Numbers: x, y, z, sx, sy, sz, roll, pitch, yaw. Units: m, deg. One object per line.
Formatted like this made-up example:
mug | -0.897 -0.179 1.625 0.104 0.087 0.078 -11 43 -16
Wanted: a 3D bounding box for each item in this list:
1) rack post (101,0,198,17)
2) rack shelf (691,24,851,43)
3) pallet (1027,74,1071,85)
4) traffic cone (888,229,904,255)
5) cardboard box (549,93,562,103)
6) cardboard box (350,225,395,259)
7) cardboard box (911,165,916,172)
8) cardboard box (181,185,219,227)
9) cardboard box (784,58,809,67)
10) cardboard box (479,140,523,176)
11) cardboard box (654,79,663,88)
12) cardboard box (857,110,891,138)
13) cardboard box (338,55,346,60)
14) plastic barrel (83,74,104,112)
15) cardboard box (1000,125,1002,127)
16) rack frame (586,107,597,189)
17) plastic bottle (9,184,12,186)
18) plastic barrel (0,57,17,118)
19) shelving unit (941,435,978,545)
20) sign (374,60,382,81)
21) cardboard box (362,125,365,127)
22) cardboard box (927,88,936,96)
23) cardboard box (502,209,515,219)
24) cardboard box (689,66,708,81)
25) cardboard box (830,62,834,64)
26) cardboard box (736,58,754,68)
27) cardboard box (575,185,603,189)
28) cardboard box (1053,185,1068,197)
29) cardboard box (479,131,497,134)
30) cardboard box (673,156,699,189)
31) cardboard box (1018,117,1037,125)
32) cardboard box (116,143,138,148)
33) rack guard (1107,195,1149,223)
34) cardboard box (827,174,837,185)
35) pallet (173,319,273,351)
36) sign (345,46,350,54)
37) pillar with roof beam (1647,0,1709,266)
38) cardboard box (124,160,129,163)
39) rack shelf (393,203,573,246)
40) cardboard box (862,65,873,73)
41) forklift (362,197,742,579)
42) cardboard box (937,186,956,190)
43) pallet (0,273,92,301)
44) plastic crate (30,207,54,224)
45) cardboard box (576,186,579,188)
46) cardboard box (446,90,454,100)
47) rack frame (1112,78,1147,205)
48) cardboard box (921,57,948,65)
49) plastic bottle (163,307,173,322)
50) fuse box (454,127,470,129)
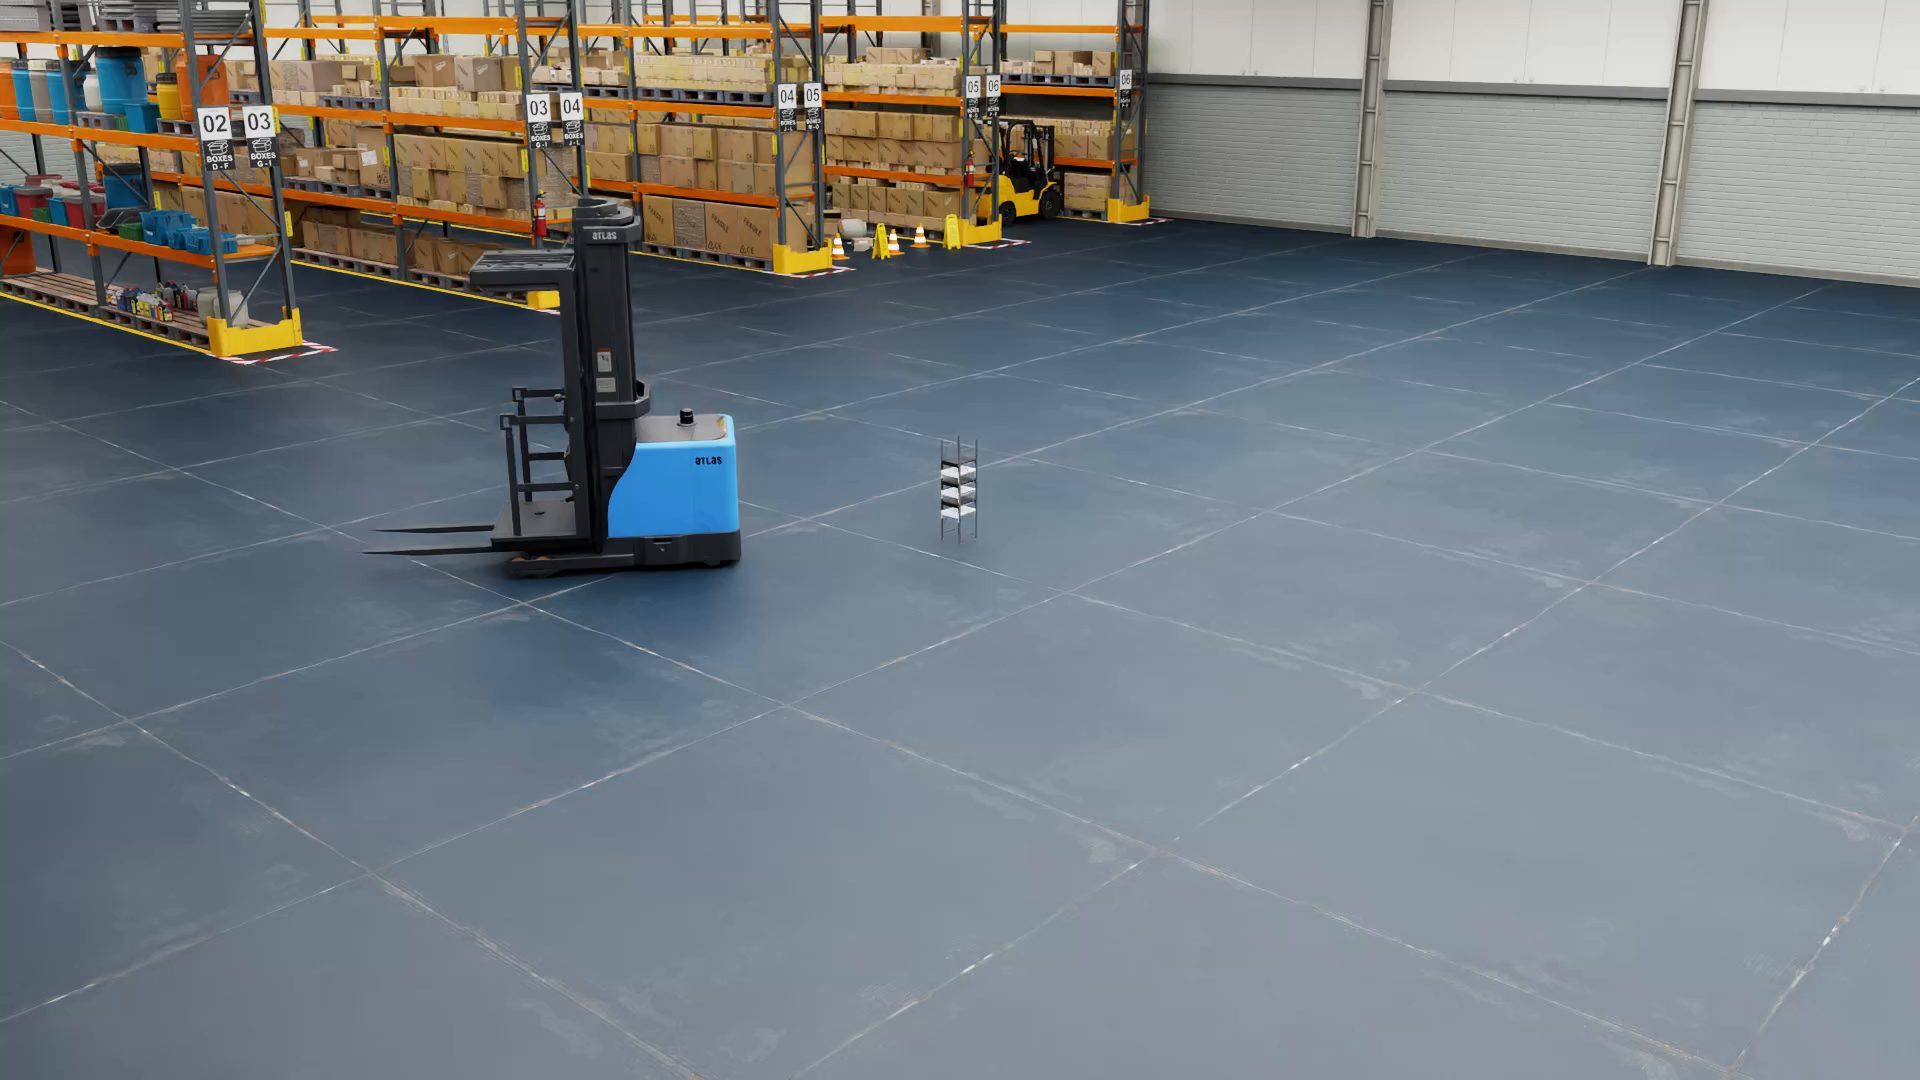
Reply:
rack post | -10.933 -7.226 22.456 0.954 0.300 0.937 14 23 38
rack shelf | -4.085 -10.914 35.802 4.000 0.370 1.077 15 23 39
pallet | 2.266 -10.287 37.083 1.213 0.211 1.003 15 23 39
traffic cone | -1.258 -5.649 31.474 0.334 0.463 0.336 15 23 39
cardboard box | -6.228 -6.797 25.527 0.250 0.149 0.380 15 23 39
cardboard box | -10.375 -5.303 29.594 0.500 0.500 0.700 13 22 35
cardboard box | -0.771 -7.500 33.529 0.250 0.149 0.380 15 23 40
cardboard box | -14.659 -6.614 33.139 0.875 0.875 1.225 15 23 39
cardboard box | -2.846 -8.320 28.975 0.250 0.149 0.380 15 23 40
cardboard box | -7.129 -5.960 25.952 0.500 0.500 0.500 15 23 39
cardboard box | -5.372 -8.352 30.394 0.250 0.149 0.380 15 23 39
cardboard box | -1.679 -8.500 33.955 0.500 0.500 0.700 14 23 38
cardboard box | -13.772 -10.848 37.466 0.250 0.149 0.380 16 24 41
plastic barrel | -12.263 -6.376 23.733 0.421 0.512 0.421 0 18 0
cardboard box | 0.961 -9.492 38.151 0.250 0.149 0.380 16 23 41
rack frame | -8.573 -9.792 40.336 0.127 3.000 1.000 15 23 39
plastic bottle | -16.144 -5.907 28.288 0.133 0.283 0.061 15 23 39
plastic barrel | -14.976 -7.081 26.006 0.600 0.901 0.600 0 18 0
shelving unit | -0.006 -0.431 14.309 0.210 0.900 0.258 15 23 39
sign | -9.533 -7.682 27.221 0.005 0.325 0.100 15 23 39
cardboard box | -13.091 -9.079 37.433 0.500 0.500 0.500 15 23 39
cardboard box | -0.434 -8.805 32.681 0.250 0.149 0.380 16 24 41
cardboard box | -6.933 -5.120 26.031 0.250 0.149 0.380 15 23 39
cardboard box | -4.484 -8.329 29.662 0.500 0.250 0.500 15 23 40
cardboard box | -3.075 -11.793 41.270 0.250 0.149 0.380 16 23 40
cardboard box | -3.662 -8.273 28.829 0.250 0.149 0.380 16 23 40
cardboard box | -8.971 -8.922 41.134 0.875 0.438 0.875 15 23 38
cardboard box | 2.355 -7.864 37.284 0.500 0.250 0.500 14 23 38
cardboard box | -9.992 -8.613 35.358 0.250 0.149 0.380 16 24 41
cardboard box | -4.763 -6.806 30.677 0.550 0.550 0.875 15 23 39
cardboard box | 1.533 -9.475 37.608 0.250 0.149 0.380 15 23 38
cardboard box | -17.197 -8.421 34.530 0.500 0.500 0.500 14 23 38
rack guard | 3.712 -7.310 36.648 0.348 0.500 1.175 15 23 39
cardboard box | -3.115 -9.261 42.100 0.500 0.500 0.500 15 23 38
pallet | -10.155 -2.860 23.103 1.213 0.211 1.003 15 23 39
sign | -14.391 -11.429 39.070 0.005 0.325 0.100 15 23 39
pillar with roof beam | 9.890 -8.326 25.800 0.400 9.000 9.100 15 23 39
cardboard box | -17.133 -7.830 34.569 0.250 0.149 0.380 15 23 39
rack shelf | -7.671 -5.200 27.054 4.000 0.370 1.077 15 23 39
cardboard box | -1.767 -9.541 33.683 0.250 0.149 0.380 14 22 37
forklift | -3.373 -1.255 13.547 3.031 2.935 1.130 -3 18 -8
cardboard box | -0.429 -6.963 34.033 0.500 0.500 0.500 14 22 37
pallet | -14.893 -4.133 27.114 1.213 0.211 1.003 15 23 39
plastic crate | -13.945 -5.008 25.612 0.662 0.188 0.450 15 23 39
cardboard box | -8.395 -6.834 34.040 0.750 0.750 1.050 15 23 39
cardboard box | -7.913 -7.060 26.357 0.250 0.149 0.380 16 23 41
rack frame | 3.694 -8.507 36.285 0.127 3.000 1.000 15 23 39
cardboard box | -0.575 -11.189 39.067 0.500 0.311 0.500 14 22 37
plastic bottle | -11.128 -3.166 23.355 0.097 0.201 0.097 0 18 0
fuse box | -14.294 -11.554 48.018 0.414 1.711 0.539 15 23 39
